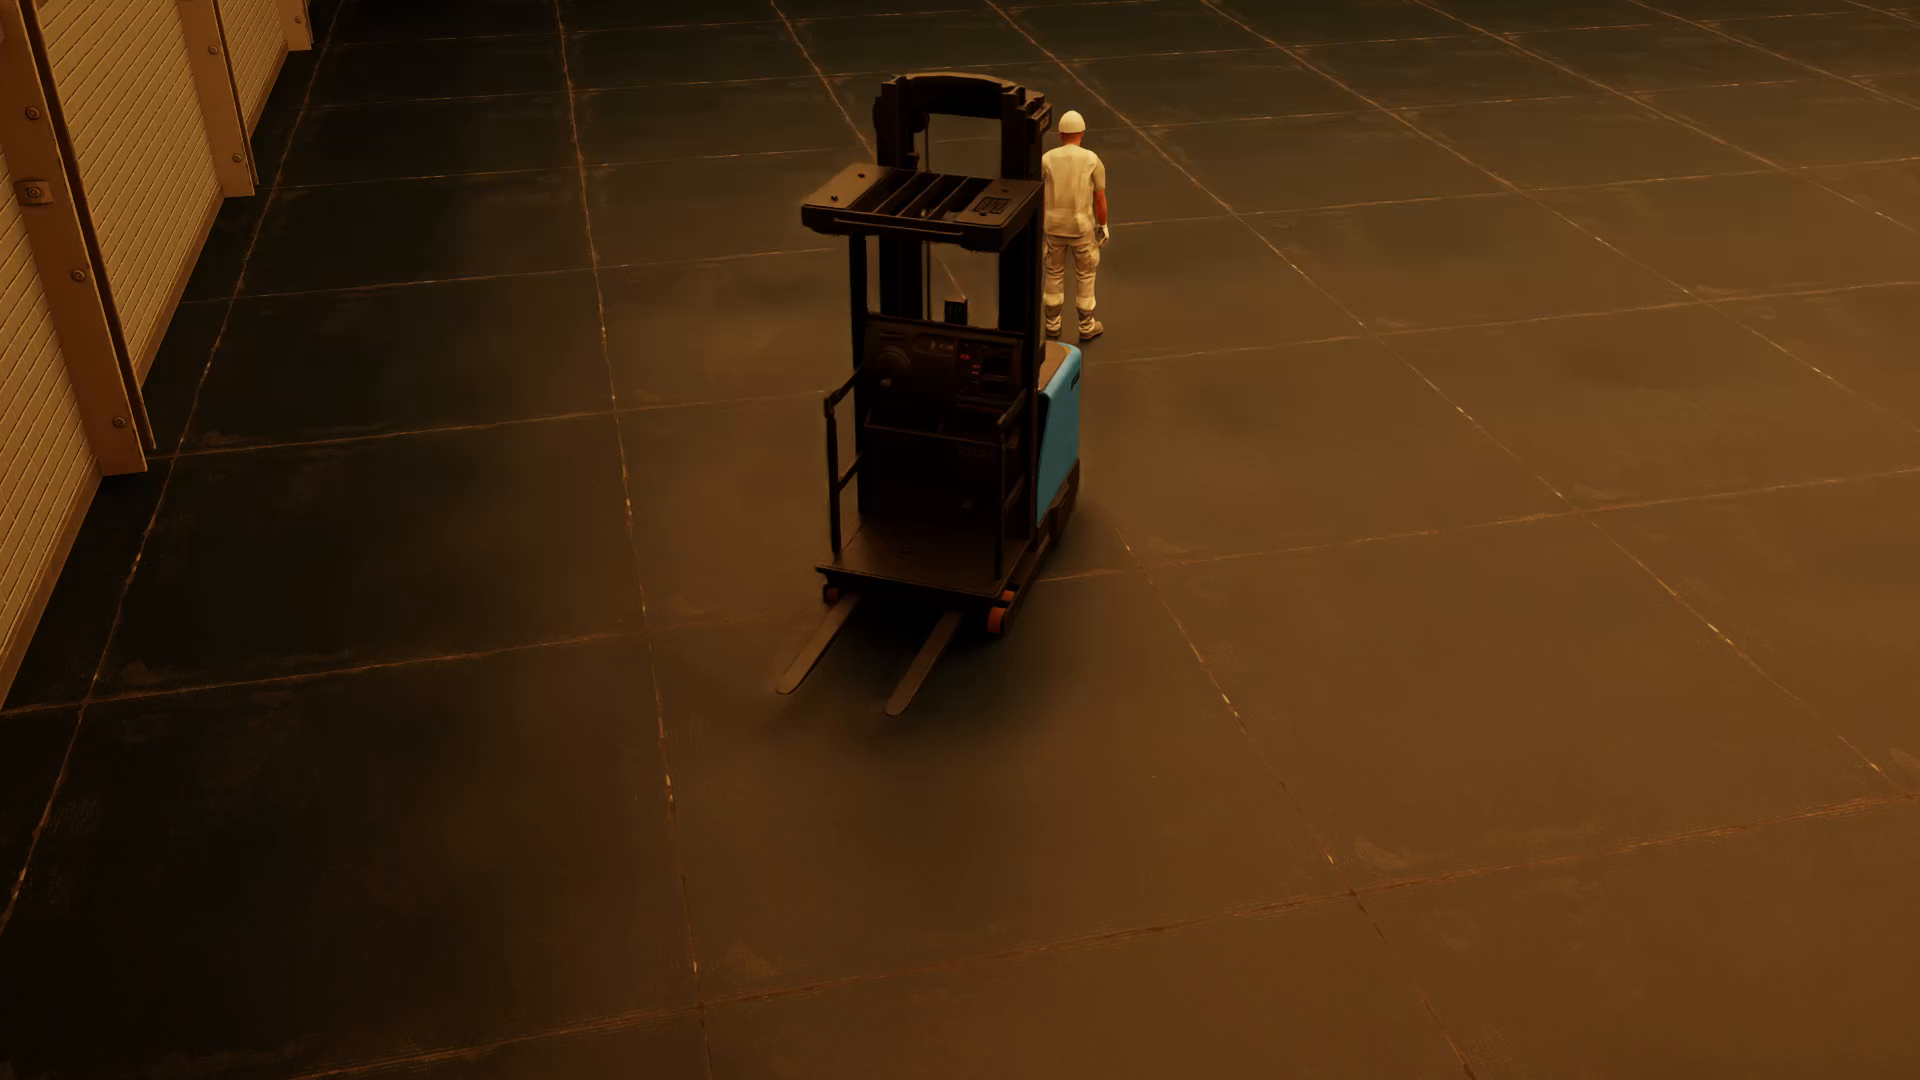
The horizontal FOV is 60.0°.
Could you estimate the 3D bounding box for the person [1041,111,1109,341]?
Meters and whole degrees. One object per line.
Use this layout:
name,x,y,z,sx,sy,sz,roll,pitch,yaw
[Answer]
person,0.858,-2.431,12.929,0.608,1.777,0.454,7,31,12

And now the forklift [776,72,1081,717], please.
forklift,-0.167,-0.947,9.210,1.130,2.935,3.031,9,31,16
